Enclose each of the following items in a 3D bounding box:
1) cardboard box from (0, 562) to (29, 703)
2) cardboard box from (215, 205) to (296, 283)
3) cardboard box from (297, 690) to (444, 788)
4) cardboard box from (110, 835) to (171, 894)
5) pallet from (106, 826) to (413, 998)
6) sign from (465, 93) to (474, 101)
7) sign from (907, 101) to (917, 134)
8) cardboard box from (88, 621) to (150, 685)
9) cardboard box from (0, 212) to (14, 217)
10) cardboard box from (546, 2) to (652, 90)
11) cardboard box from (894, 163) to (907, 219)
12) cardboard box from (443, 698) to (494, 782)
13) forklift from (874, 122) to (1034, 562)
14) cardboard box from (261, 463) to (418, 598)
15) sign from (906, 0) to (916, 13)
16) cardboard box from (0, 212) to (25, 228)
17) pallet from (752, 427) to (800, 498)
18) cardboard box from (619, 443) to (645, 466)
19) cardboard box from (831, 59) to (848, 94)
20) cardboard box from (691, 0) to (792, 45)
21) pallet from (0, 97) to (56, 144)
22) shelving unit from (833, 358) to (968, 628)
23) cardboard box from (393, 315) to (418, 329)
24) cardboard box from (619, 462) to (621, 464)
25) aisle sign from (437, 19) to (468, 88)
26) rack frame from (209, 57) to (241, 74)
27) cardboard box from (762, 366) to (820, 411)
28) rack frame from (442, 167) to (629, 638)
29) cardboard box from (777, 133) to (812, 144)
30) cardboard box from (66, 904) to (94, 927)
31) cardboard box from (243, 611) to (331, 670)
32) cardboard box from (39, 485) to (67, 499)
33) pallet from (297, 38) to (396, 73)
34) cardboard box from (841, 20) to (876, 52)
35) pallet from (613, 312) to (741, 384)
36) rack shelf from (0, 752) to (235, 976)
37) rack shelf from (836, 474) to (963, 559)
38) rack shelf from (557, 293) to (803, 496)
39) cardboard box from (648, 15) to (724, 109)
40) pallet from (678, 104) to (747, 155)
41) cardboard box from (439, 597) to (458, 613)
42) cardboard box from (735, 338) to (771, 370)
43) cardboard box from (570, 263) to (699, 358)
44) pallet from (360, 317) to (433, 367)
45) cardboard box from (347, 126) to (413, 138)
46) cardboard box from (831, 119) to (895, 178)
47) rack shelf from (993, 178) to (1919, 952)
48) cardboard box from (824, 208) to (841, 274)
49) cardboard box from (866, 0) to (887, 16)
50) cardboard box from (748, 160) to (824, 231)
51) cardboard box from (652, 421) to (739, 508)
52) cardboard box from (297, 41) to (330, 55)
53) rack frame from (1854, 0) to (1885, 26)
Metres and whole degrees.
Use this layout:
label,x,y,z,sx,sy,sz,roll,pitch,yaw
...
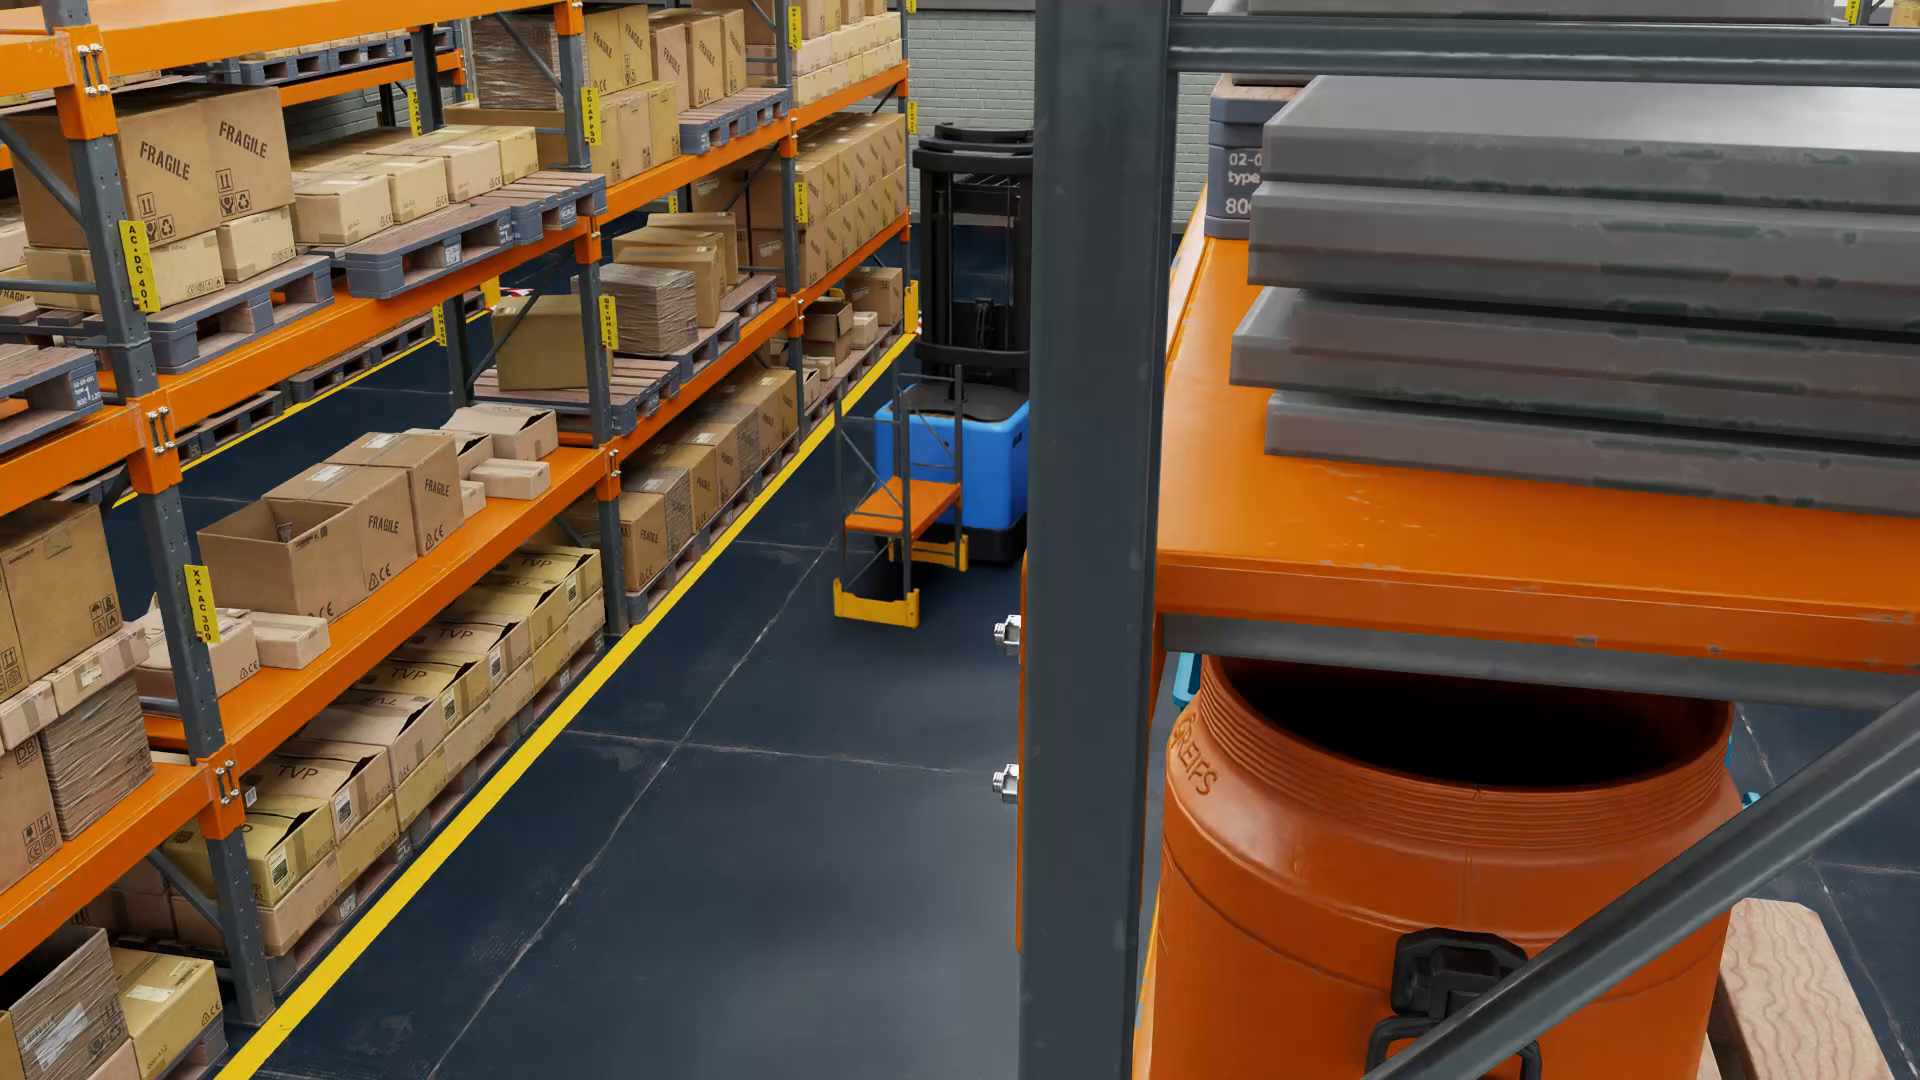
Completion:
label,x,y,z,sx,sy,sz,roll,pitch,yaw
cardboard box,-3.669,0.346,5.608,0.700,0.500,0.500,4,22,11
cardboard box,-3.238,-1.295,7.178,0.500,0.250,0.500,2,22,6
cardboard box,-2.943,0.963,8.314,0.500,0.311,0.500,4,22,9
cardboard box,-3.681,1.297,7.485,0.500,0.311,0.500,4,22,11
pallet,-3.370,1.668,7.929,1.003,0.211,1.213,4,22,11
sign,-5.356,-4.718,18.187,0.100,0.325,0.005,4,22,11
sign,-0.495,-4.376,17.230,0.100,0.325,0.005,4,22,11
cardboard box,-3.328,0.415,6.305,0.380,0.149,0.250,4,22,11
cardboard box,-7.461,-2.296,12.476,0.500,0.250,0.500,4,22,10
cardboard box,-2.363,-3.250,10.920,0.500,0.500,0.500,4,22,11
cardboard box,-0.859,-3.604,17.152,0.500,0.500,0.500,5,23,13
cardboard box,-2.844,1.037,8.883,0.500,0.250,0.500,5,22,12
forklift,0.337,-1.725,12.712,1.130,2.935,3.031,7,23,18
cardboard box,-3.100,-0.055,8.341,0.500,0.500,0.500,4,22,11
sign,-0.495,-5.494,16.780,0.100,0.325,0.005,4,22,11
cardboard box,-6.964,-2.260,12.387,0.500,0.250,0.500,5,22,11
pallet,-1.979,-0.685,13.772,1.003,0.211,1.213,4,22,11
cardboard box,-2.599,-0.410,12.113,0.500,0.500,0.500,4,22,9
cardboard box,-1.299,-4.125,14.766,0.500,0.250,0.500,4,22,11
cardboard box,-1.788,-4.361,13.680,0.700,0.500,0.500,4,22,11
pallet,-7.212,-3.145,12.384,1.003,0.211,1.213,6,23,13
shelving unit,-0.390,-0.341,11.194,0.587,1.500,1.083,7,23,18
cardboard box,-6.133,-2.523,17.386,0.700,0.500,0.500,4,22,9
cardboard box,-2.698,-0.589,11.555,0.500,0.250,0.500,5,23,13
aisle sign,-5.576,-5.327,18.086,0.394,0.787,0.004,4,22,11
rack frame,-6.700,-5.438,13.810,1.000,3.000,0.127,4,22,11
cardboard box,-1.553,-1.373,14.757,0.500,0.311,0.500,4,22,11
rack frame,-2.666,-0.816,10.364,1.000,3.000,0.127,4,22,11
cardboard box,-1.692,-3.550,15.680,0.500,0.500,0.500,4,22,10
cardboard box,-3.884,1.525,6.665,0.500,0.500,0.500,4,22,11
cardboard box,-3.102,0.455,7.545,0.380,0.149,0.250,4,22,11
cardboard box,-7.238,-0.649,12.265,0.750,0.750,0.750,4,22,10
pallet,-6.272,-4.749,16.233,1.003,0.211,1.213,4,22,11
cardboard box,-1.097,-4.723,15.581,0.500,0.250,0.500,4,22,11
pallet,-2.274,-1.439,12.167,1.003,0.211,1.213,4,22,11
rack shelf,-3.891,1.712,5.050,1.077,0.370,4.000,4,22,11
rack shelf,-0.393,-0.171,11.253,0.538,0.185,1.000,7,23,18
rack shelf,-2.258,-1.214,12.315,1.077,0.370,4.000,4,22,11
cardboard box,-2.139,-3.533,12.266,0.600,0.600,0.600,4,22,10
pallet,-2.261,-2.970,11.950,1.213,0.211,1.003,4,22,11
cardboard box,-3.160,0.366,9.796,0.500,0.311,0.500,4,22,10
cardboard box,-2.012,-1.553,14.953,0.500,0.500,0.500,4,22,11
cardboard box,-2.275,-1.616,11.655,0.700,0.500,0.500,9,24,21
pallet,-6.222,-2.081,17.239,1.003,0.211,1.213,4,22,11
cardboard box,-5.978,-4.070,18.042,0.980,0.700,0.700,5,23,13
cardboard box,-0.958,-3.883,16.508,0.500,0.500,0.500,5,22,12
rack shelf,0.958,-0.506,3.063,1.077,0.370,4.000,4,22,11
cardboard box,-1.378,-2.678,14.855,0.500,0.500,0.500,5,22,12
cardboard box,-1.123,-5.454,16.394,0.700,0.500,0.500,4,22,11
cardboard box,-1.479,-2.940,14.166,0.500,0.500,0.500,5,22,12
cardboard box,-1.984,-0.571,12.514,0.500,0.500,0.500,4,22,9
cardboard box,-6.183,-4.636,15.339,0.500,0.250,0.500,4,22,10
rack frame,8.663,-5.768,14.630,1.000,3.000,0.127,4,22,11
